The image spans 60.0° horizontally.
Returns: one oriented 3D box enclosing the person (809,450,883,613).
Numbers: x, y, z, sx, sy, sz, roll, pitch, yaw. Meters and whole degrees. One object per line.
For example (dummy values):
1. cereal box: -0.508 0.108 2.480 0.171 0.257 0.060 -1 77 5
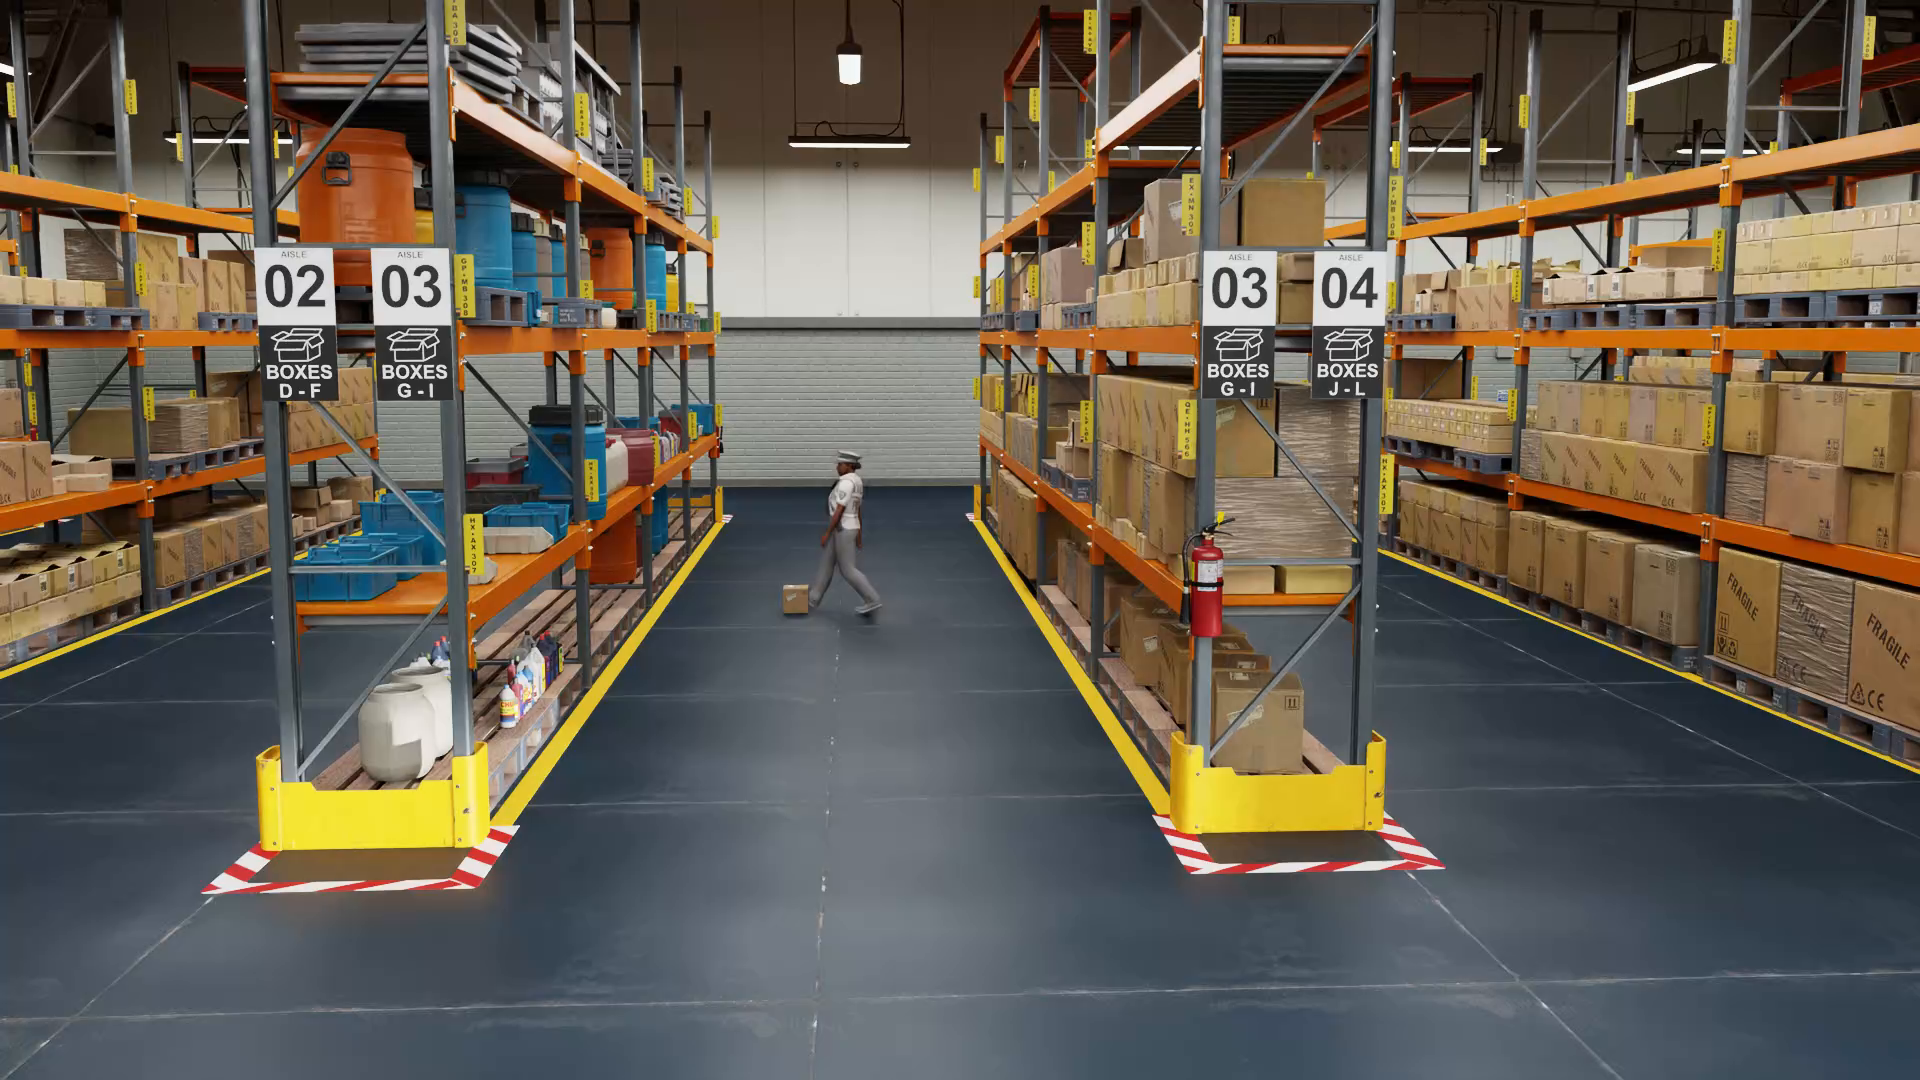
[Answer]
1. person: -1.231 -0.089 16.560 0.986 1.618 0.480 1 7 7
